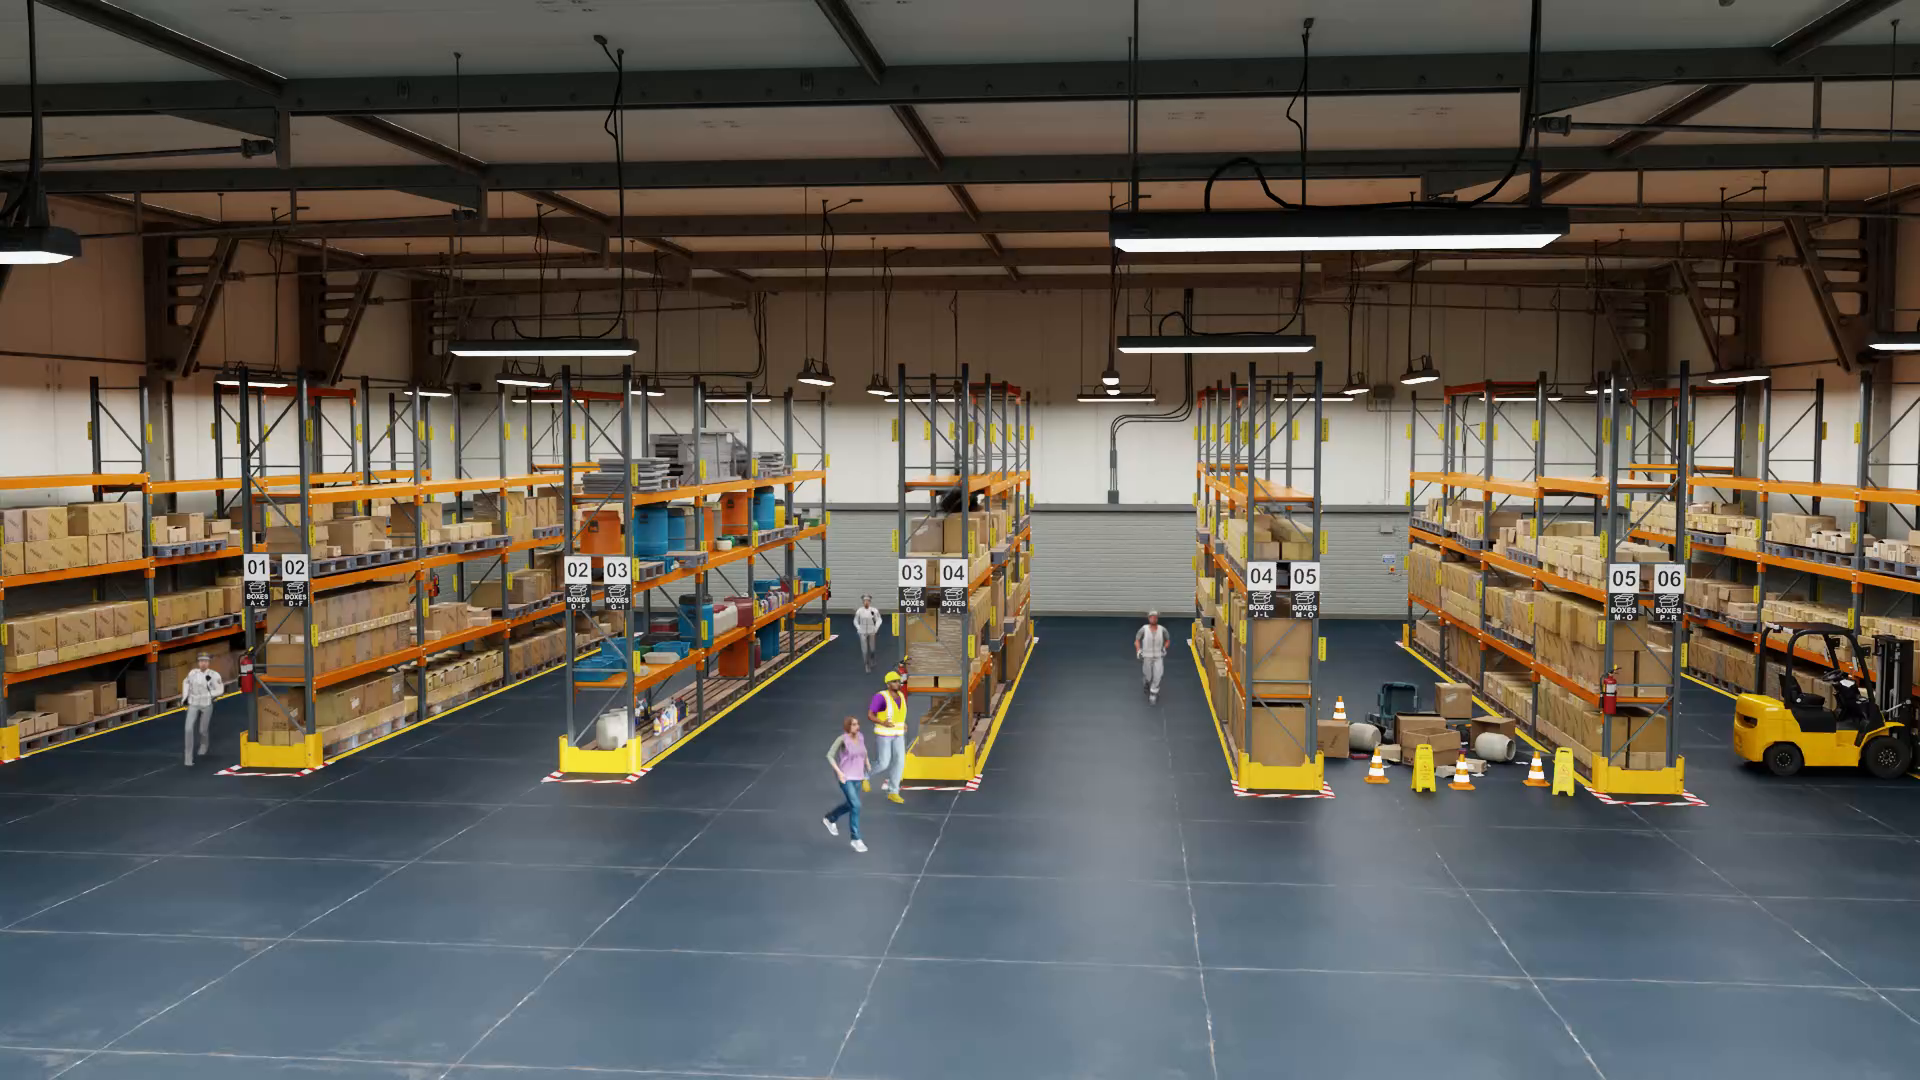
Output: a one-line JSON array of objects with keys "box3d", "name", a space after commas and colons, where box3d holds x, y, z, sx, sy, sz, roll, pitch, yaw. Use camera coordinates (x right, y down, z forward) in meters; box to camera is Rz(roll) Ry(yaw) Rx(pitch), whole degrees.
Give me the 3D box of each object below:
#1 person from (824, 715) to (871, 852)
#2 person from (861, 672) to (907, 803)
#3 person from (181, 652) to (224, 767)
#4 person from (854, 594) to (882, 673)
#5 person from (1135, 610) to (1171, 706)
[{"box3d": [-1.374, 2.907, 20.156, 0.775, 1.612, 0.536, 3, 5, 40], "name": "person"}, {"box3d": [-0.983, 2.675, 22.782, 0.710, 1.760, 0.840, -3, 5, -41], "name": "person"}, {"box3d": [-11.547, 2.551, 25.366, 0.635, 1.716, 0.868, -1, 4, -12], "name": "person"}, {"box3d": [-1.927, 1.952, 34.680, 0.592, 1.646, 0.519, 0, 4, -2], "name": "person"}, {"box3d": [3.570, 2.164, 30.742, 0.658, 1.740, 0.606, 0, 4, 0], "name": "person"}]
